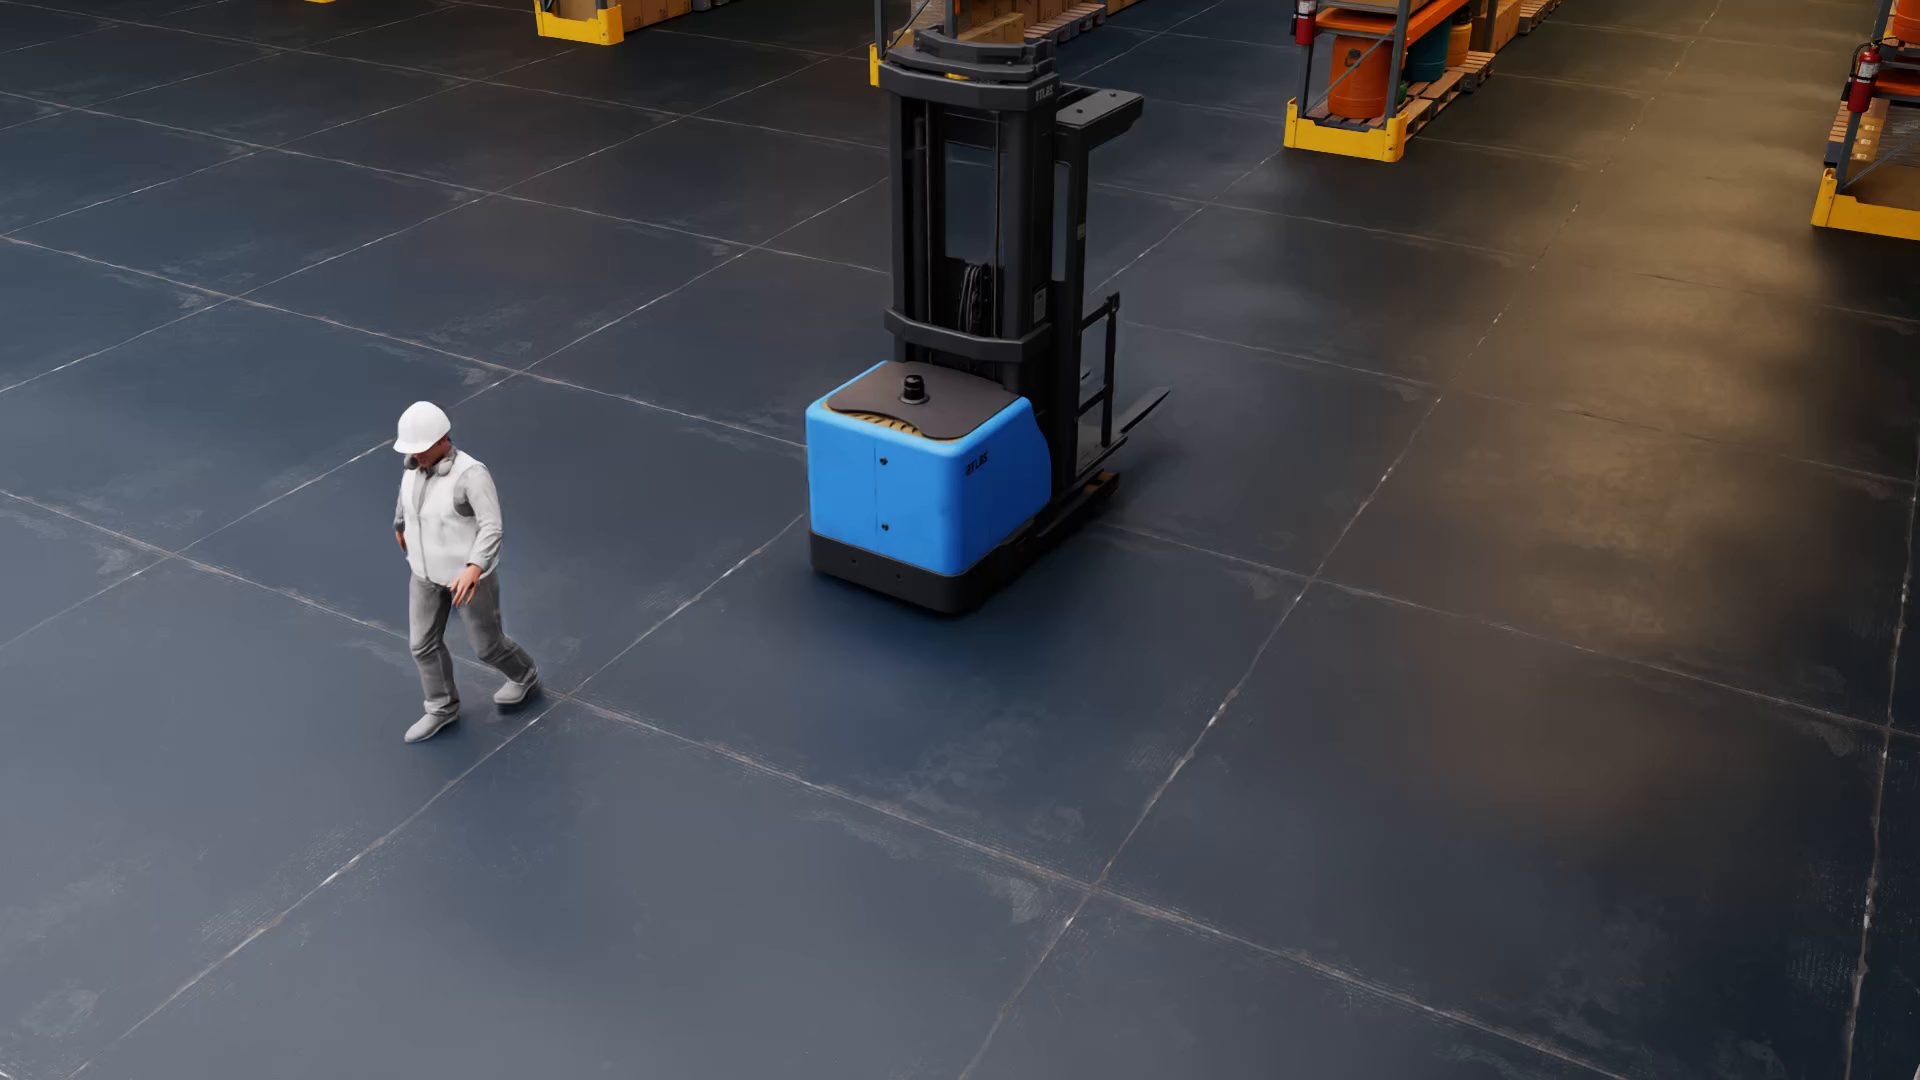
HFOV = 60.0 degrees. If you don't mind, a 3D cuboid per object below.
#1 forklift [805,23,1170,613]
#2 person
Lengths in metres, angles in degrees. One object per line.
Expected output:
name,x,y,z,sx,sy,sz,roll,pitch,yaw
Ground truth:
forklift,0.343,-1.562,9.778,1.130,2.935,3.031,17,34,28
person,-2.489,0.137,8.031,0.934,1.753,0.751,15,33,24
